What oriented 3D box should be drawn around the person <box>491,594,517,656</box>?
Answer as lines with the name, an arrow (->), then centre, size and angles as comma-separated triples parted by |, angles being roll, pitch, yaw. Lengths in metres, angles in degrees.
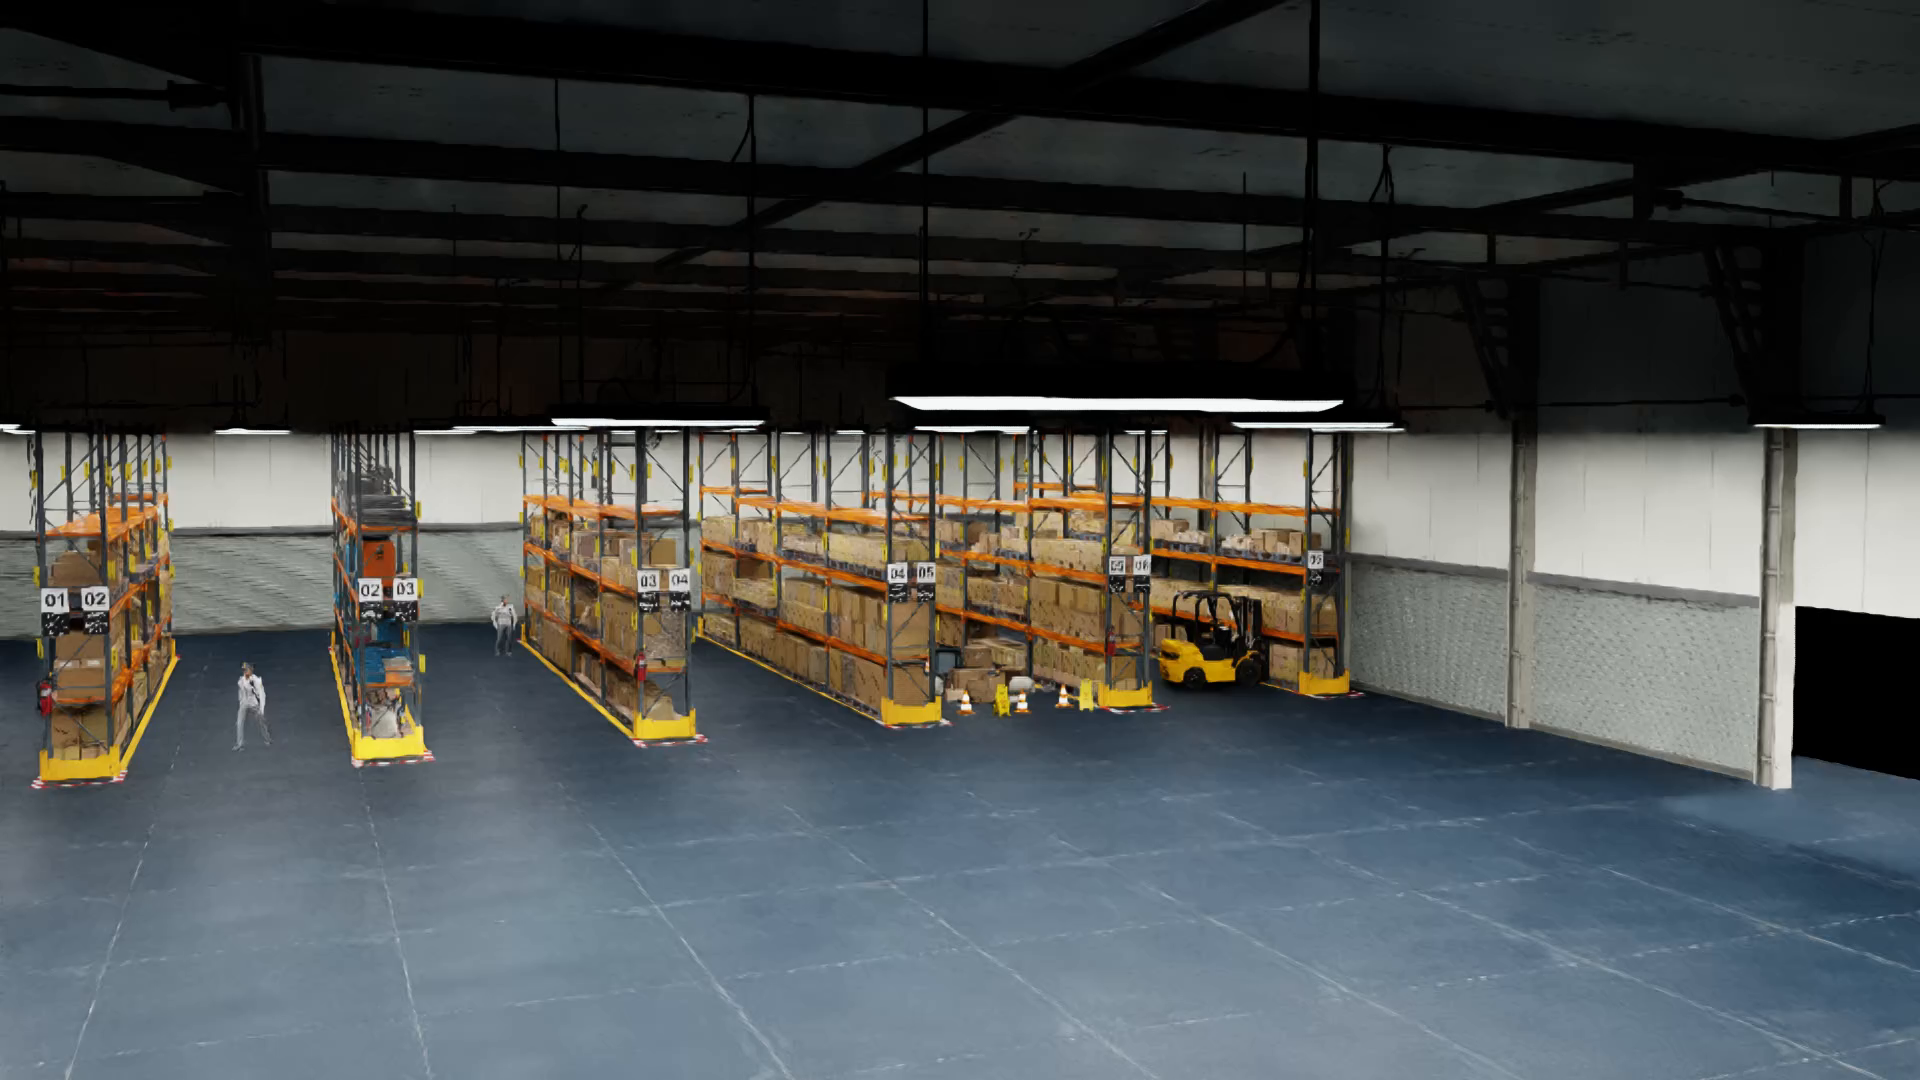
person -> -11.871, 2.211, 43.319 | 0.639, 1.627, 0.508 | -2, 4, -24

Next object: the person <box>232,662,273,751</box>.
person -> -12.960, 3.010, 30.441 | 0.521, 1.614, 0.938 | 0, 4, -1
